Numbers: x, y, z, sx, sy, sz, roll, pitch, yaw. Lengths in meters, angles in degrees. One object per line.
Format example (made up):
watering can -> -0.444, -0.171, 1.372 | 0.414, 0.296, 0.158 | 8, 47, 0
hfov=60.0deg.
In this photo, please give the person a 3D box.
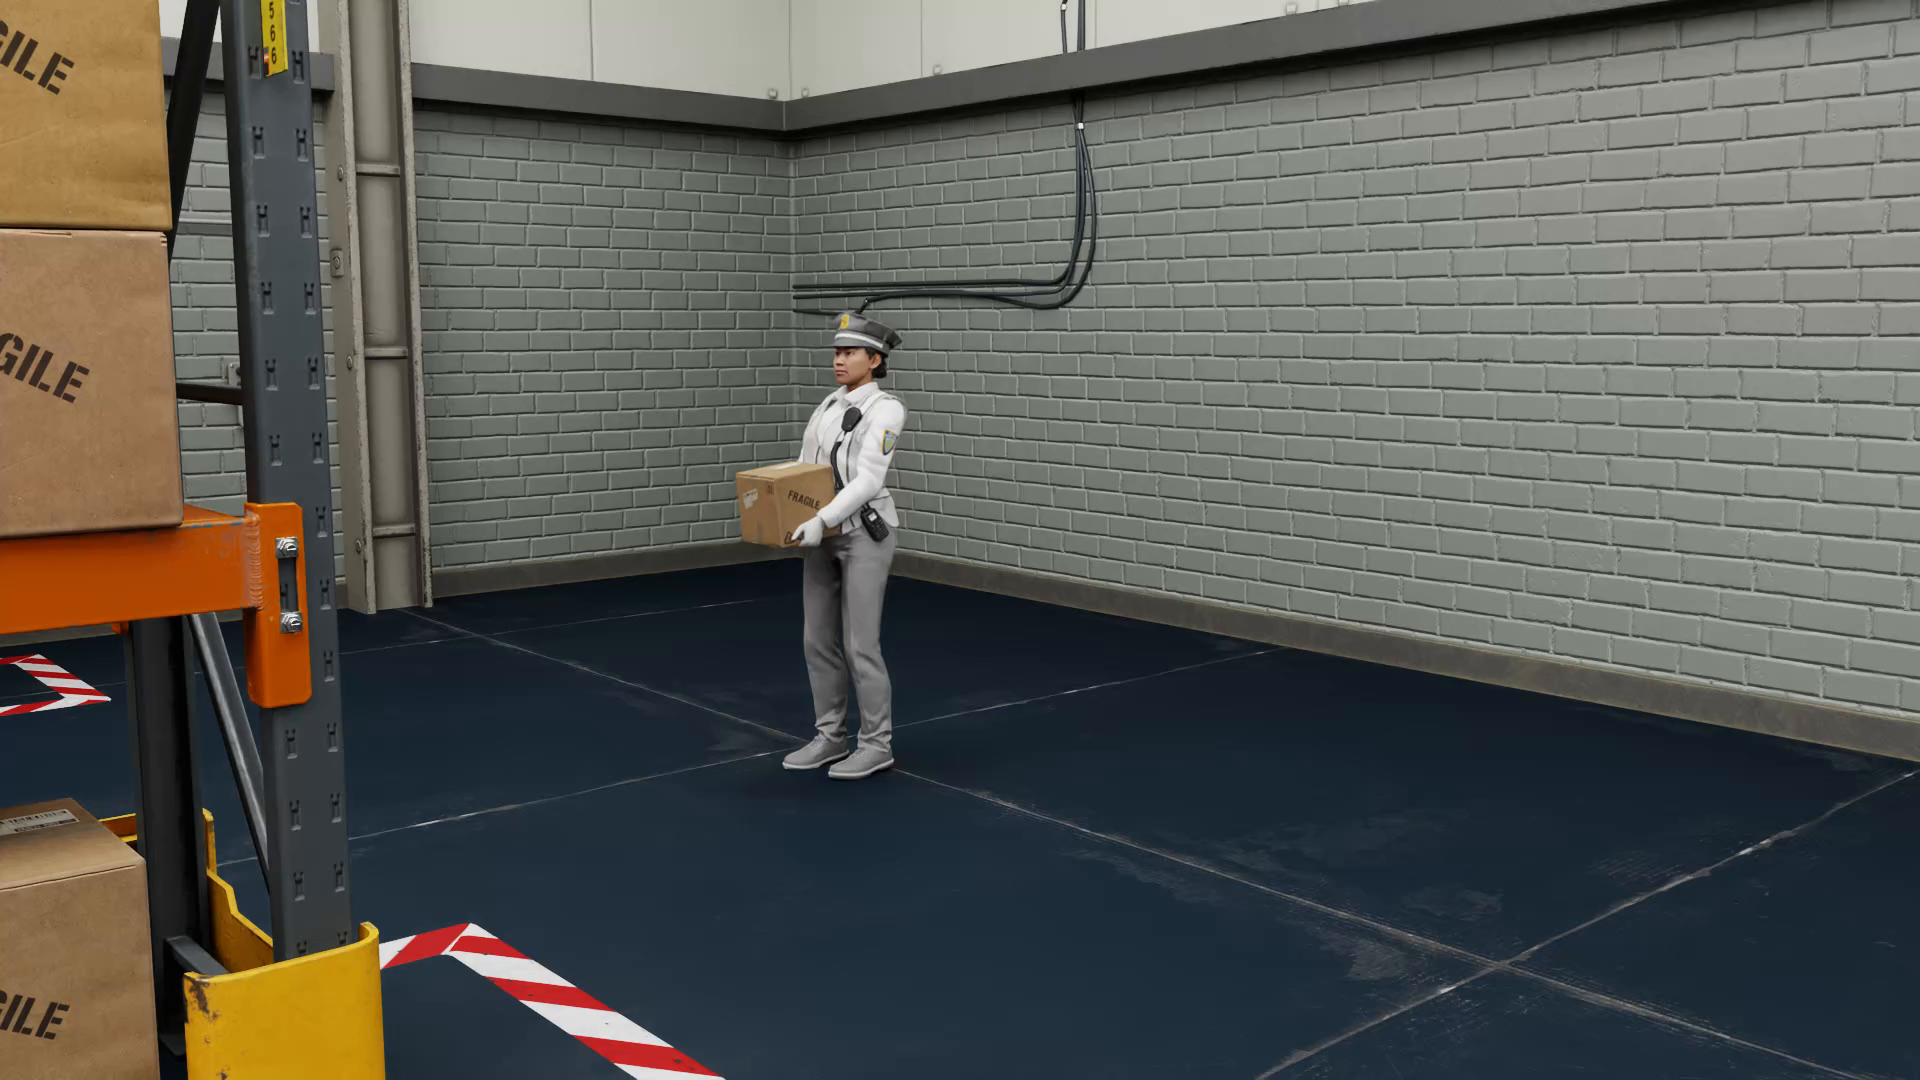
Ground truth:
person -> -0.466, 0.017, 6.077 | 0.543, 1.688, 0.459 | -6, 10, -40
